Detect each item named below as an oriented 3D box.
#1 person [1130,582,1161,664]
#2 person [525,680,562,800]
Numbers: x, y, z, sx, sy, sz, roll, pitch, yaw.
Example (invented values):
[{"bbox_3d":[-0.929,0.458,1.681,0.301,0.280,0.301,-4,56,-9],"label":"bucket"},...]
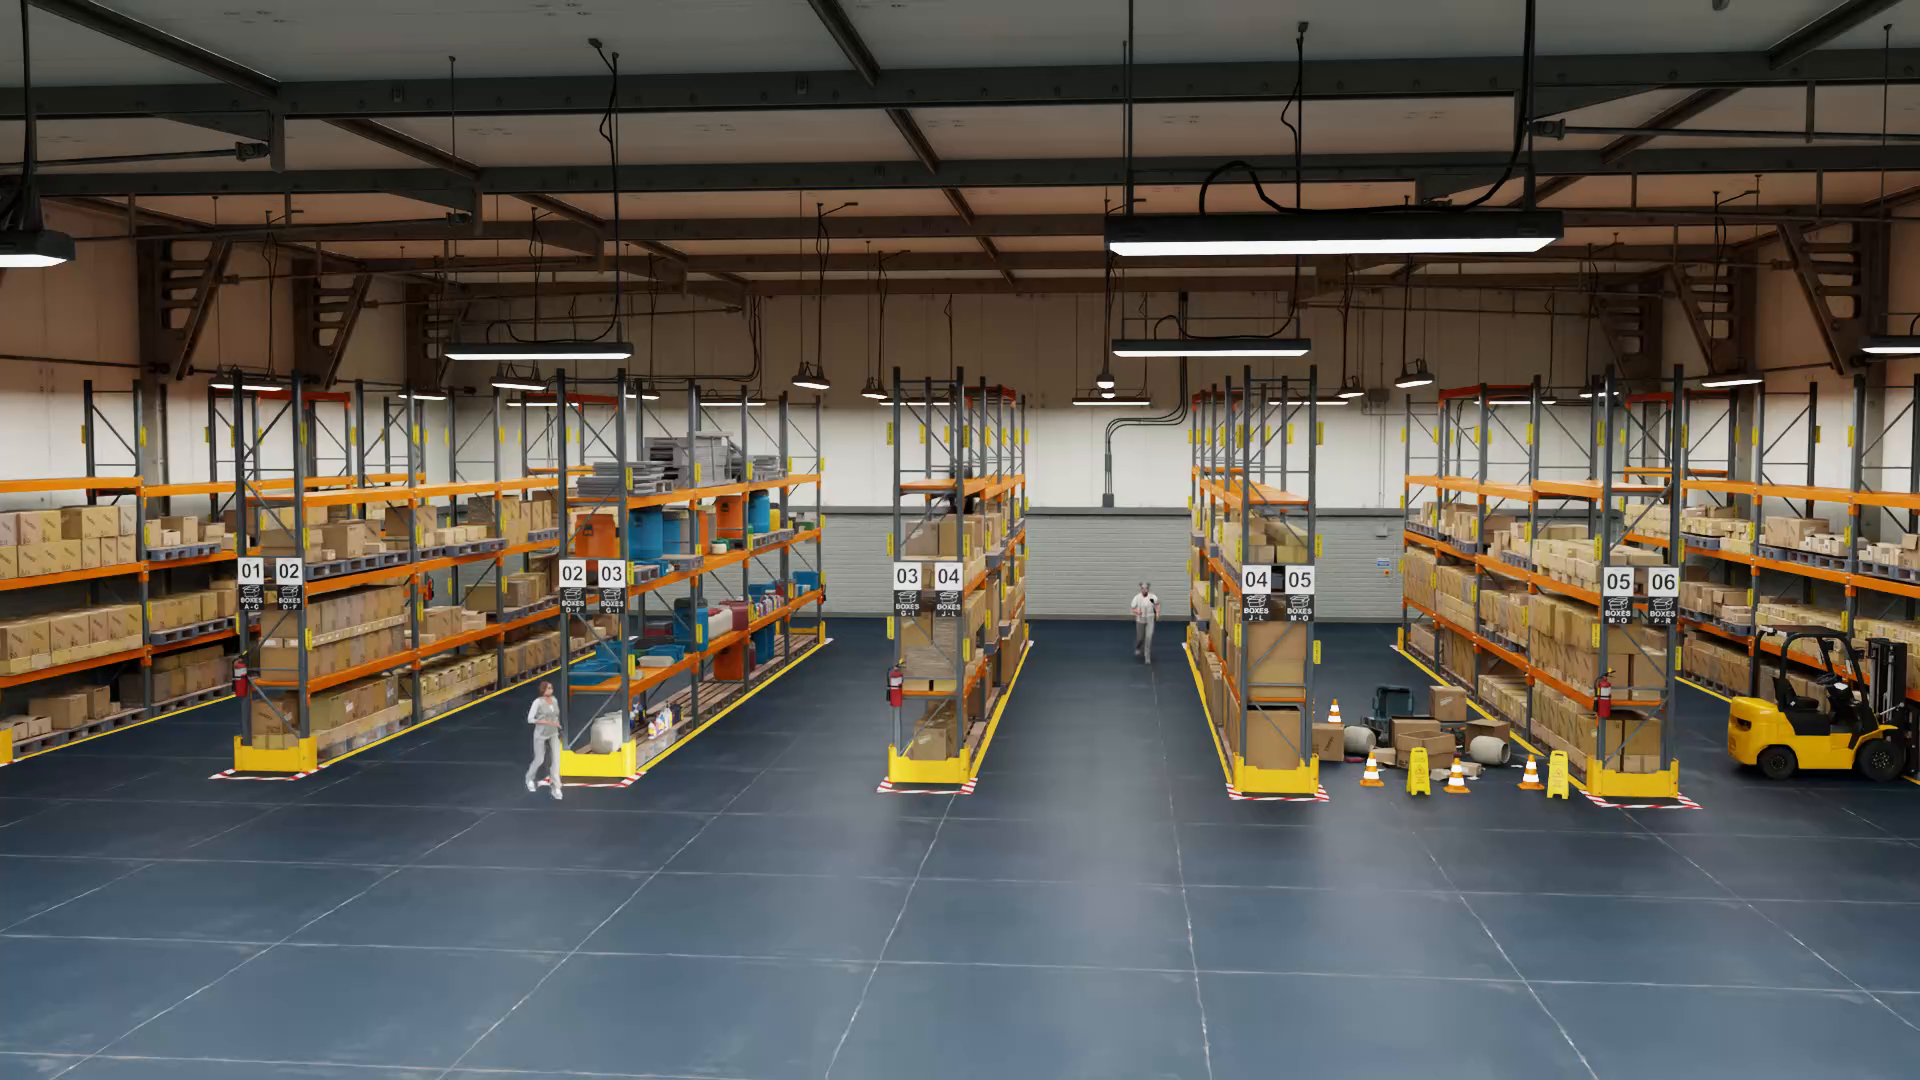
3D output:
[{"bbox_3d":[4.137,1.817,37.088,0.673,1.800,0.968,0,4,5],"label":"person"},{"bbox_3d":[-5.737,2.746,23.052,0.569,1.586,0.872,-3,5,-42],"label":"person"}]
